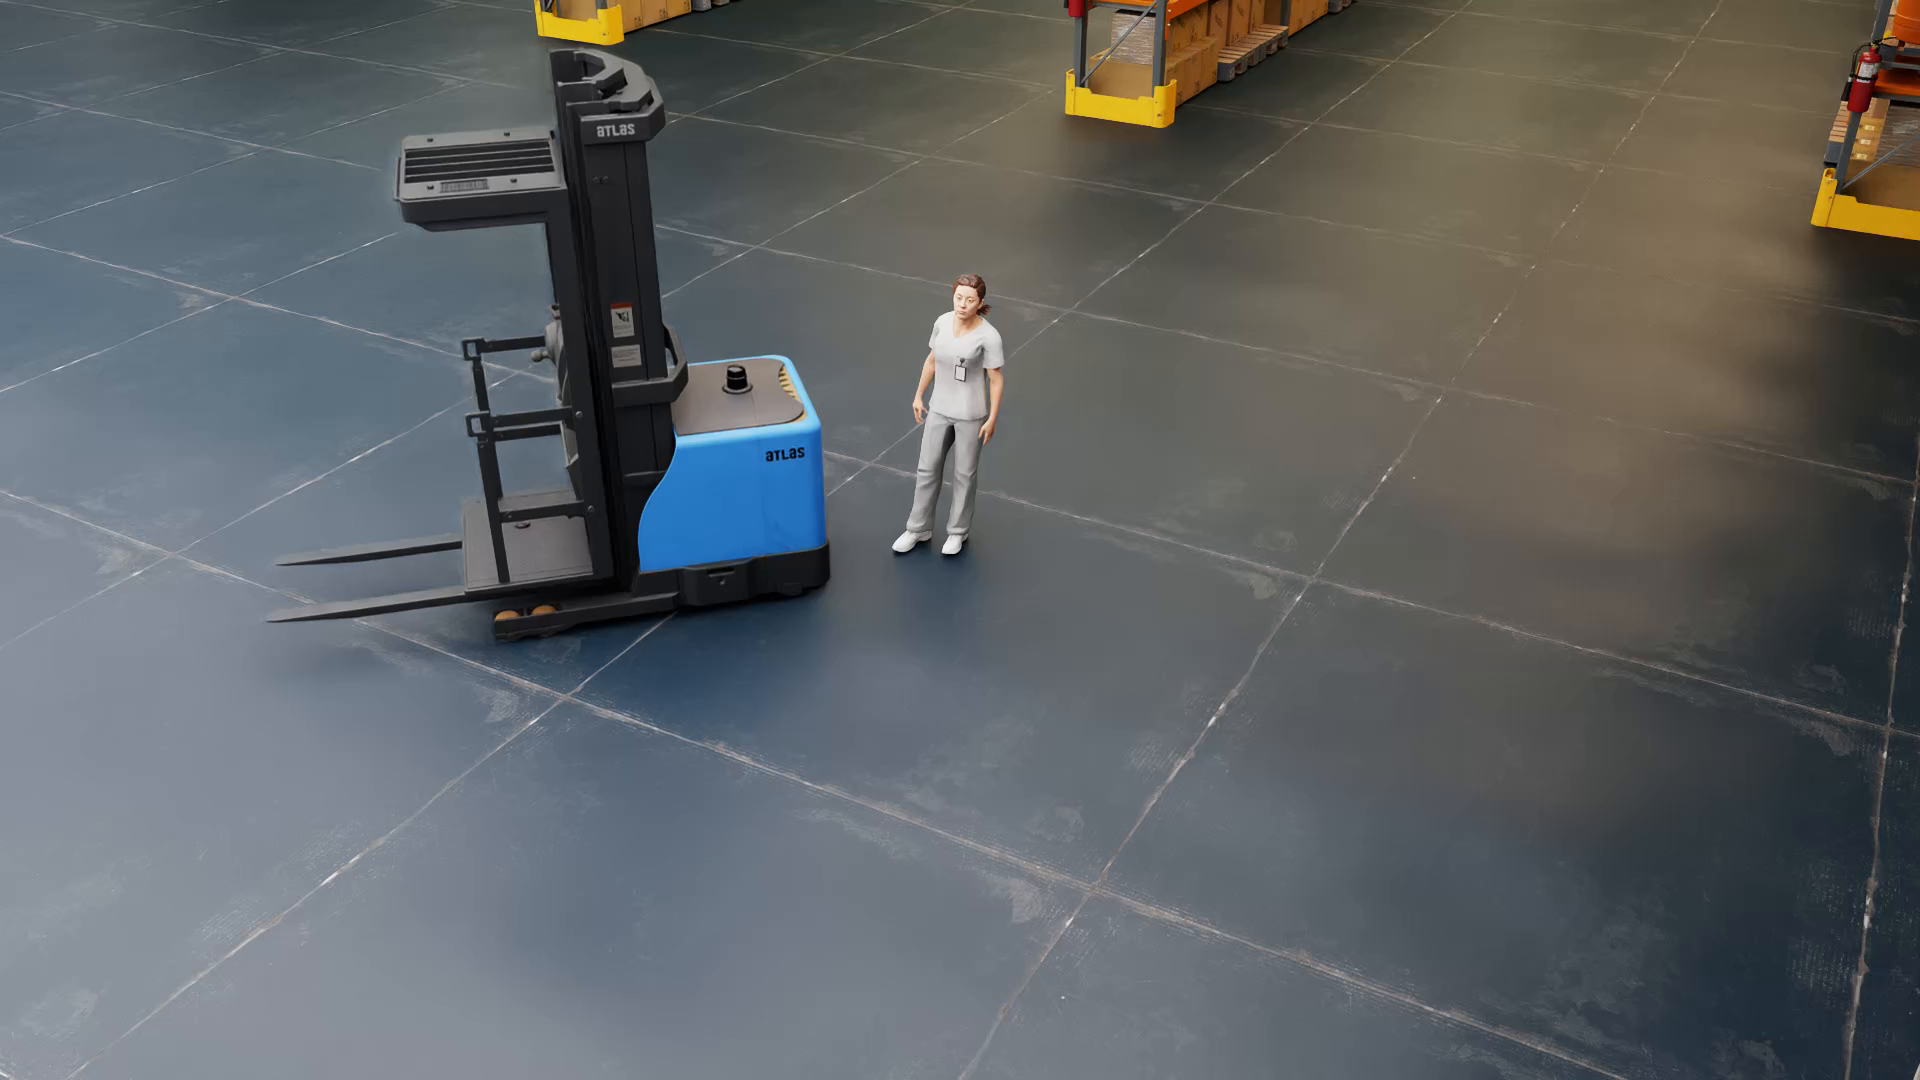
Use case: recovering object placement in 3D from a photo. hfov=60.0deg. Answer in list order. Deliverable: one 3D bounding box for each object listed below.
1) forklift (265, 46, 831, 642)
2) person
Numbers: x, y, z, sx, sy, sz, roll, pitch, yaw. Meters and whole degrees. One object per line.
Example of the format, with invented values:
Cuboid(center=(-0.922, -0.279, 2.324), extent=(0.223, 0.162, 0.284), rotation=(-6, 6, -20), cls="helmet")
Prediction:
Cuboid(center=(-2.315, -1.009, 8.820), extent=(3.031, 2.935, 1.130), rotation=(-8, 31, -13), cls="forklift")
Cuboid(center=(-0.048, -0.703, 9.530), extent=(0.549, 1.674, 0.548), rotation=(15, 33, 25), cls="person")
